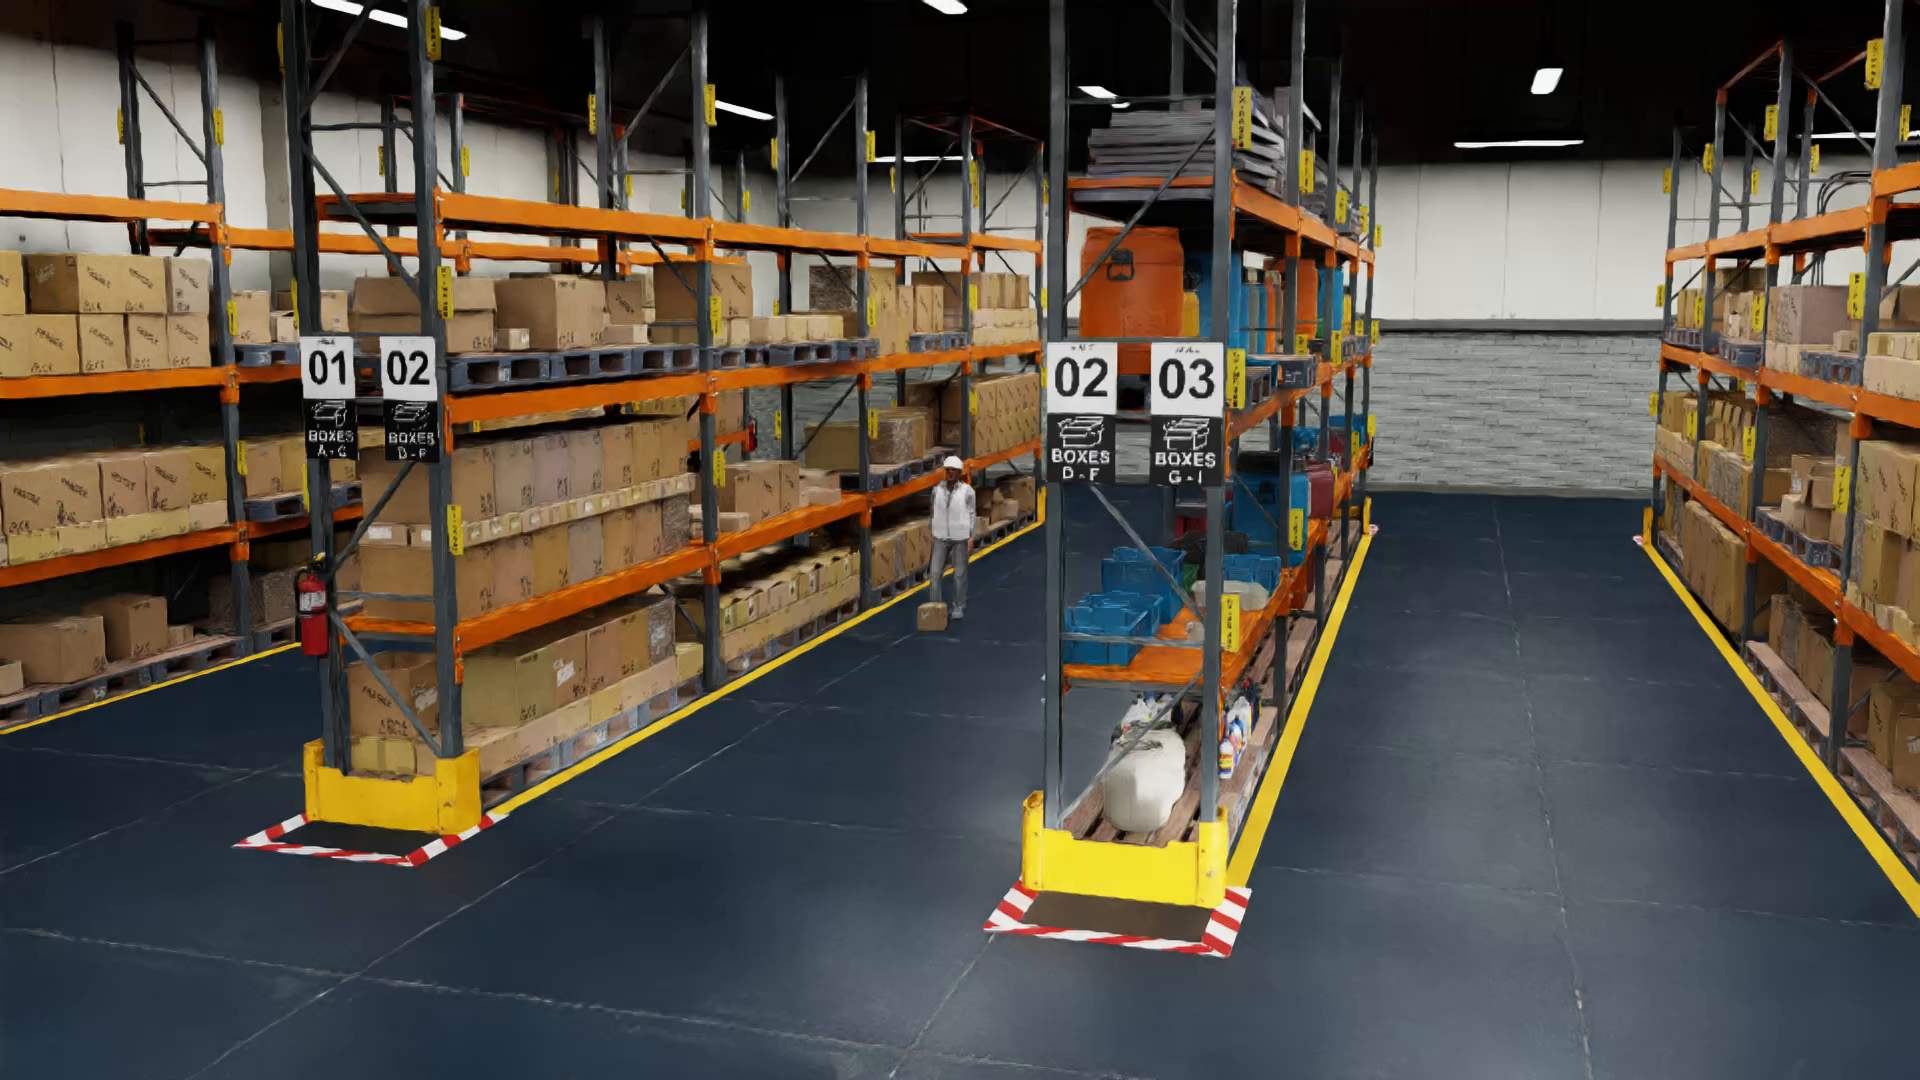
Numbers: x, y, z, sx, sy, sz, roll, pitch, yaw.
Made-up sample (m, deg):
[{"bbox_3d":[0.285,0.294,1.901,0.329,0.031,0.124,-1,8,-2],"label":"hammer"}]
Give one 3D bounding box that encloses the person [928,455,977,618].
[{"bbox_3d":[-0.099,-0.018,17.821,0.540,1.765,0.608,2,8,12],"label":"person"}]
